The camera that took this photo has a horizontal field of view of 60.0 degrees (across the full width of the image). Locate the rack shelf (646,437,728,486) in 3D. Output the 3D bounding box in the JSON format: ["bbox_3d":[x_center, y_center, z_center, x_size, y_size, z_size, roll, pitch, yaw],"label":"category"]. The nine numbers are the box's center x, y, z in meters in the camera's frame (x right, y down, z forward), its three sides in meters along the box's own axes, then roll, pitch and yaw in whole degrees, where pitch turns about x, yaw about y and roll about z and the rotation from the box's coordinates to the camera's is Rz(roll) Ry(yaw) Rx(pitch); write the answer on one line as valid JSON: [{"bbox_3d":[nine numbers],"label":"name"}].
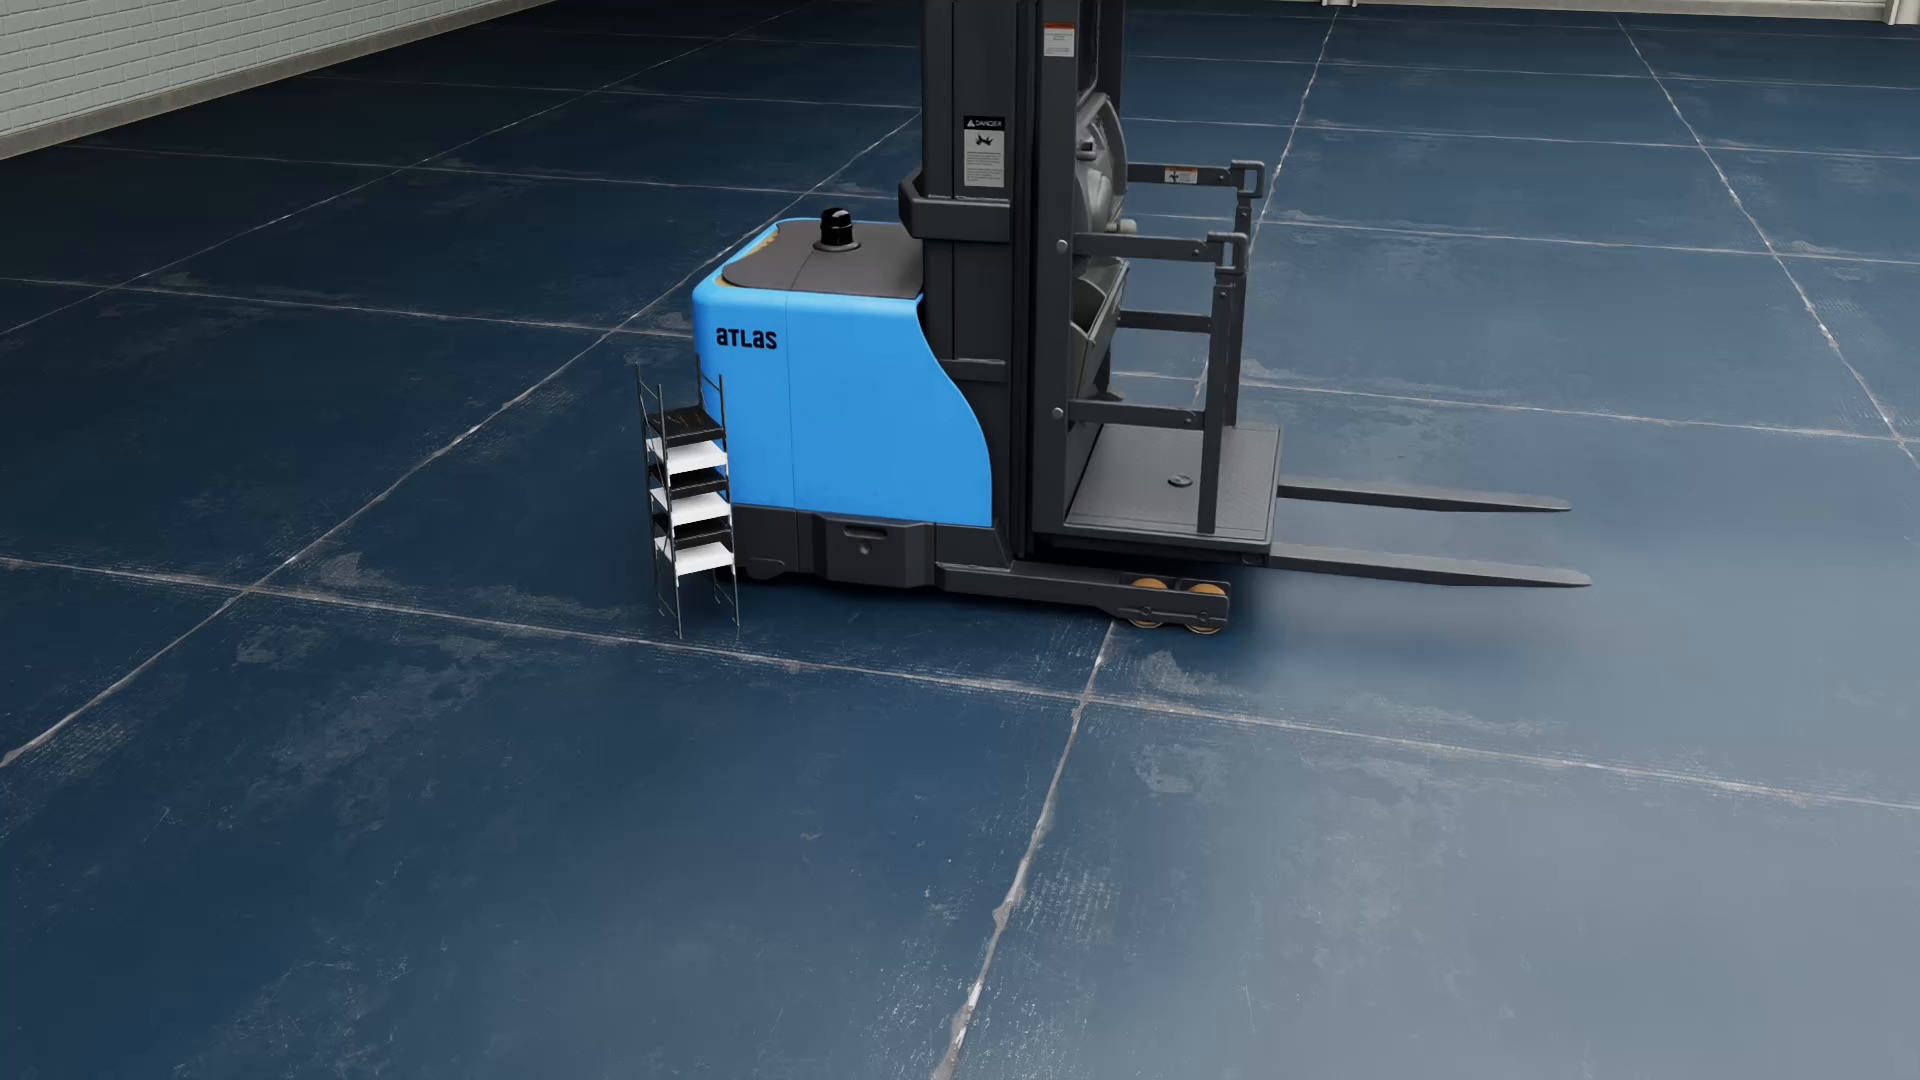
[{"bbox_3d":[-0.897,-0.273,5.435,0.200,0.077,0.258,-13,28,-25],"label":"rack shelf"}]

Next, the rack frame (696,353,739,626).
[{"bbox_3d":[-0.807,-0.161,5.540,0.006,0.900,0.240,-13,28,-25],"label":"rack frame"}]

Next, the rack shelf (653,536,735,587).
[{"bbox_3d":[-0.897,0.052,5.590,0.200,0.077,0.258,-13,28,-25],"label":"rack shelf"}]

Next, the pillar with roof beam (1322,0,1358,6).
[{"bbox_3d":[3.348,-8.510,13.656,0.400,9.000,9.100,6,26,13],"label":"pillar with roof beam"}]

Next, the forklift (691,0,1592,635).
[{"bbox_3d":[0.657,-1.257,5.481,3.031,2.935,1.130,5,26,11],"label":"forklift"}]

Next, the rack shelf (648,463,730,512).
[{"bbox_3d":[-0.897,-0.192,5.474,0.200,0.077,0.258,-13,28,-25],"label":"rack shelf"}]

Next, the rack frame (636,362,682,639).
[{"bbox_3d":[-0.988,-0.120,5.456,0.006,0.900,0.240,-13,28,-25],"label":"rack frame"}]

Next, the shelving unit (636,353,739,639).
[{"bbox_3d":[-0.897,-0.140,5.498,0.210,0.900,0.258,-13,28,-25],"label":"shelving unit"}]

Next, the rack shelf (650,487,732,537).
[{"bbox_3d":[-0.897,-0.110,5.512,0.200,0.077,0.258,-13,28,-25],"label":"rack shelf"}]

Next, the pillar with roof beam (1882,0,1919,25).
[{"bbox_3d":[9.159,-7.868,12.307,0.400,9.000,9.100,6,26,13],"label":"pillar with roof beam"}]

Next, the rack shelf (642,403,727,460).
[{"bbox_3d":[-0.897,-0.354,5.396,0.200,0.077,0.258,-13,28,-25],"label":"rack shelf"}]

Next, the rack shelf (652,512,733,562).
[{"bbox_3d":[-0.897,-0.029,5.551,0.200,0.077,0.258,-13,28,-25],"label":"rack shelf"}]
